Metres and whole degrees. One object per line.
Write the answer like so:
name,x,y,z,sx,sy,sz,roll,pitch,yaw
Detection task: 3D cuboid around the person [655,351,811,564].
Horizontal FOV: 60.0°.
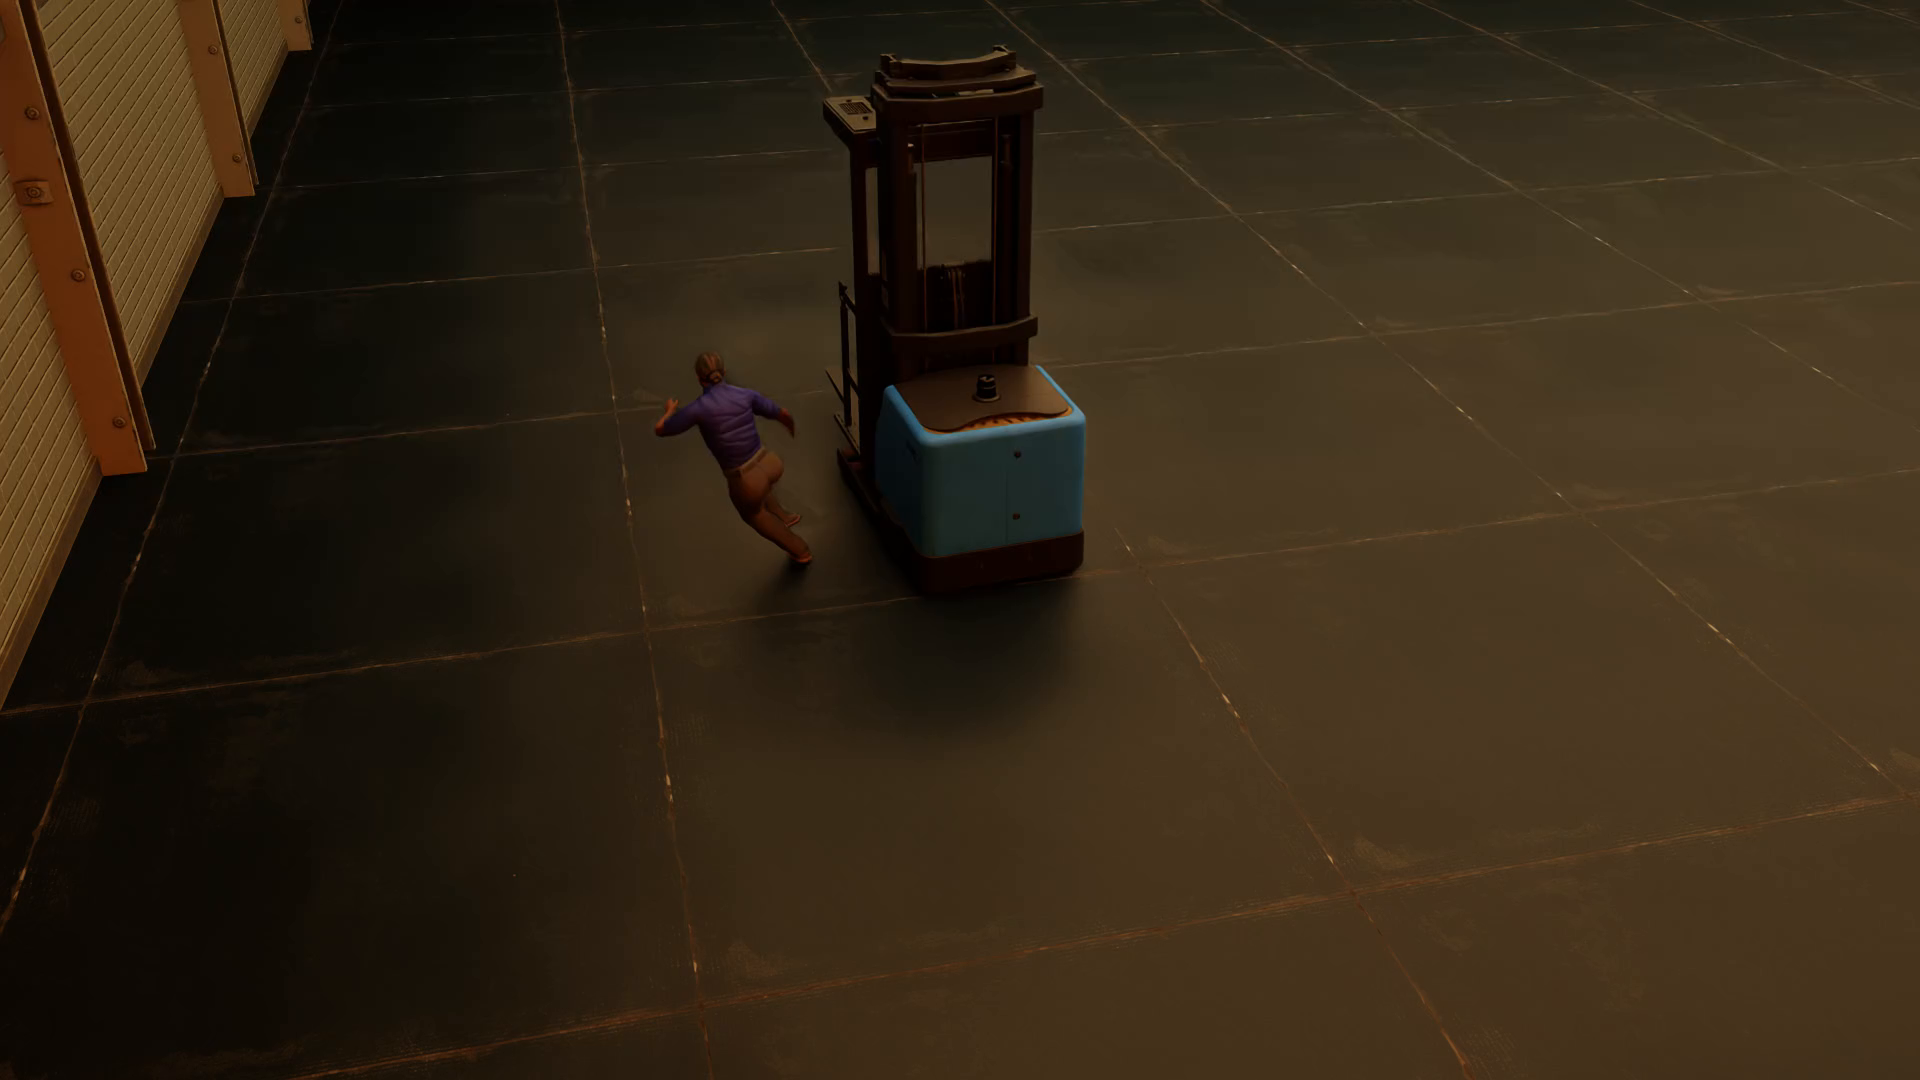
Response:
person,-1.341,-0.495,9.946,0.844,1.429,0.883,26,39,37

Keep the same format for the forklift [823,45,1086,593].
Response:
forklift,-0.195,-1.683,10.482,1.130,2.935,3.031,-9,31,-16
